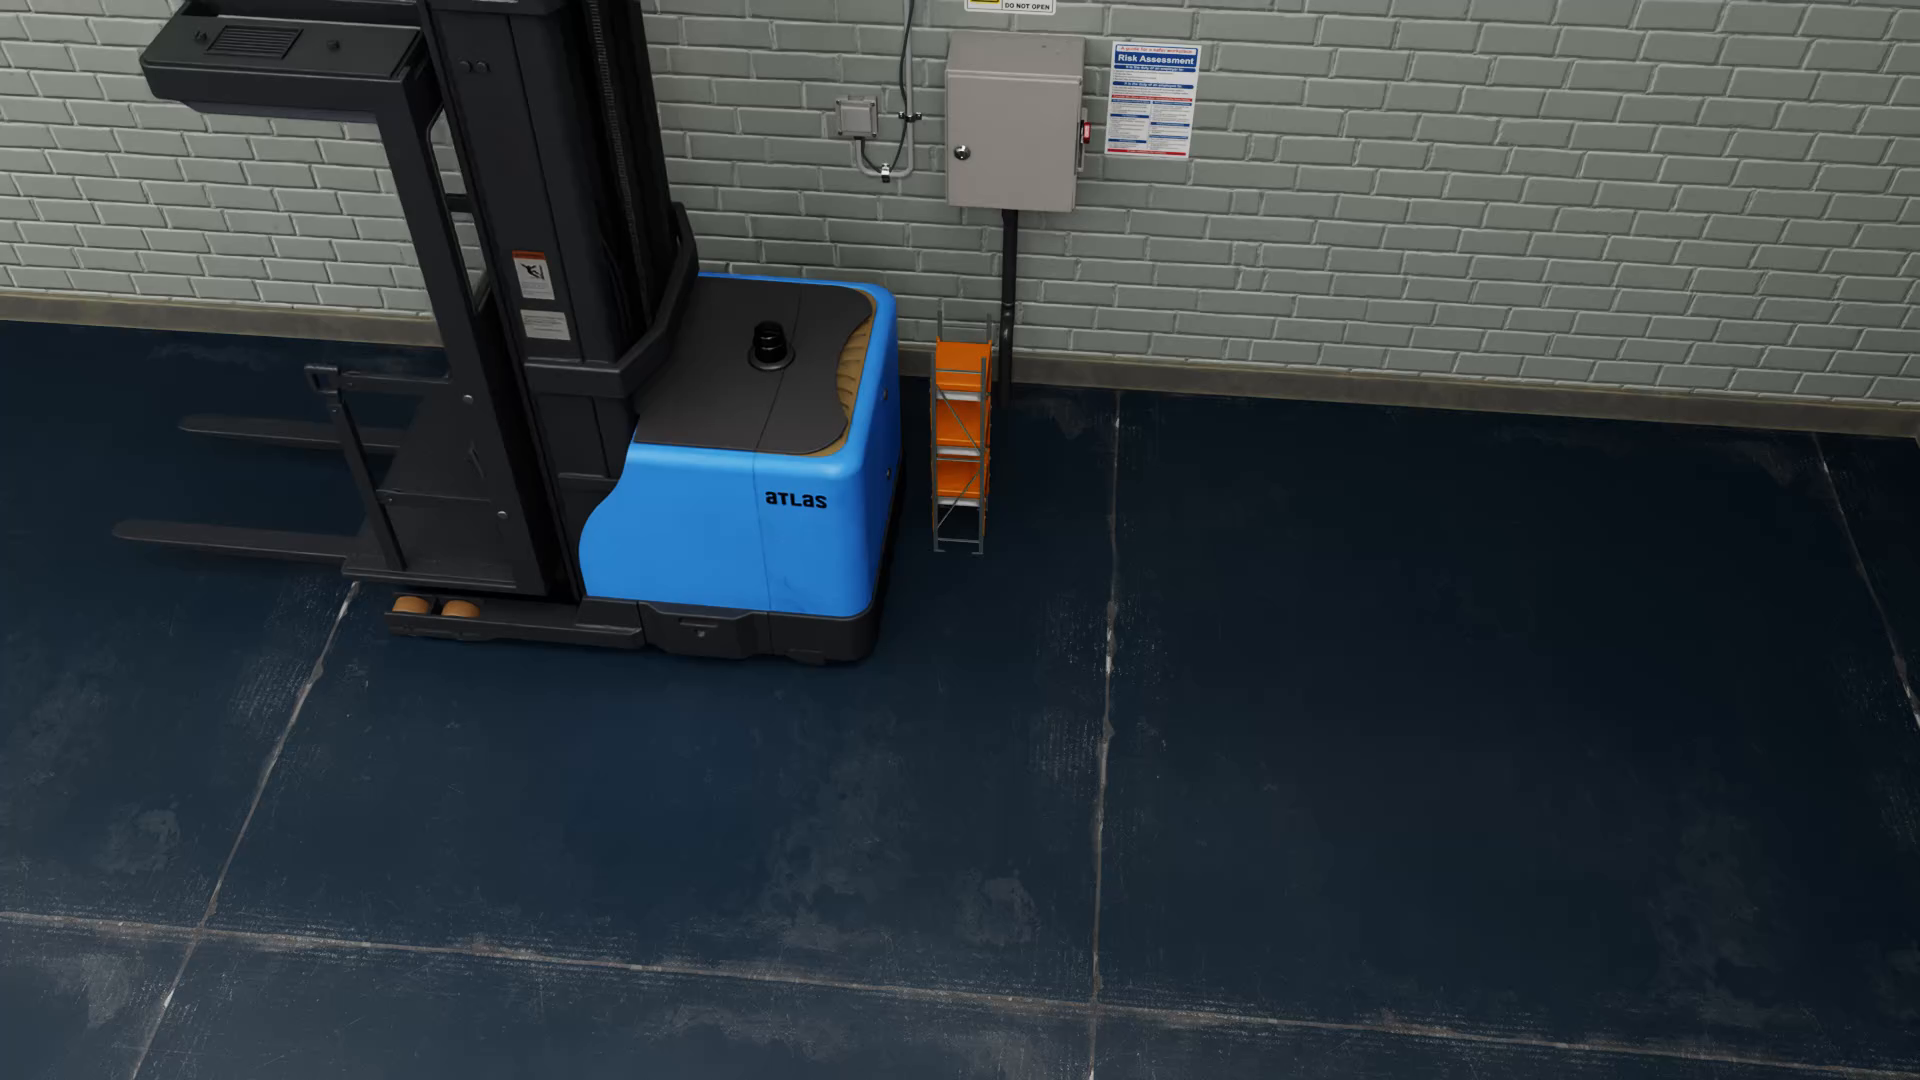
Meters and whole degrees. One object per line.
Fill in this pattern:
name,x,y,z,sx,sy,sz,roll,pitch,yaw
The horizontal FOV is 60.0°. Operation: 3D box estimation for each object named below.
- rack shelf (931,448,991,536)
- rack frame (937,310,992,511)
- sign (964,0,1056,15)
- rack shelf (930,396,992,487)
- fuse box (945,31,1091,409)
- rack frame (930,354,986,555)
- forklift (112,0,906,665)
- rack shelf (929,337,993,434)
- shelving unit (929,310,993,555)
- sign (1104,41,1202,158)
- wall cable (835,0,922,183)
rack shelf,0.005,-0.199,6.637,0.215,0.259,0.240,4,48,4
rack frame,0.016,-0.483,6.507,0.200,1.050,0.008,4,48,4
sign,0.183,-2.020,6.031,0.339,0.242,0.001,4,48,4
rack shelf,0.005,-0.387,6.432,0.215,0.259,0.240,4,48,4
fuse box,0.219,-1.150,6.668,0.539,1.711,0.414,4,48,4
rack frame,-0.006,-0.304,6.343,0.200,1.050,0.008,4,48,4
forklift,-1.776,-0.984,5.690,3.031,2.935,1.130,5,48,4
rack shelf,0.005,-0.578,6.223,0.215,0.259,0.240,4,48,4
shelving unit,0.005,-0.394,6.425,0.215,1.050,0.252,4,48,4
sign,0.730,-1.672,6.337,0.329,0.494,0.001,4,48,4
wall cable,-0.446,-2.090,5.966,0.588,1.984,0.122,4,48,4
